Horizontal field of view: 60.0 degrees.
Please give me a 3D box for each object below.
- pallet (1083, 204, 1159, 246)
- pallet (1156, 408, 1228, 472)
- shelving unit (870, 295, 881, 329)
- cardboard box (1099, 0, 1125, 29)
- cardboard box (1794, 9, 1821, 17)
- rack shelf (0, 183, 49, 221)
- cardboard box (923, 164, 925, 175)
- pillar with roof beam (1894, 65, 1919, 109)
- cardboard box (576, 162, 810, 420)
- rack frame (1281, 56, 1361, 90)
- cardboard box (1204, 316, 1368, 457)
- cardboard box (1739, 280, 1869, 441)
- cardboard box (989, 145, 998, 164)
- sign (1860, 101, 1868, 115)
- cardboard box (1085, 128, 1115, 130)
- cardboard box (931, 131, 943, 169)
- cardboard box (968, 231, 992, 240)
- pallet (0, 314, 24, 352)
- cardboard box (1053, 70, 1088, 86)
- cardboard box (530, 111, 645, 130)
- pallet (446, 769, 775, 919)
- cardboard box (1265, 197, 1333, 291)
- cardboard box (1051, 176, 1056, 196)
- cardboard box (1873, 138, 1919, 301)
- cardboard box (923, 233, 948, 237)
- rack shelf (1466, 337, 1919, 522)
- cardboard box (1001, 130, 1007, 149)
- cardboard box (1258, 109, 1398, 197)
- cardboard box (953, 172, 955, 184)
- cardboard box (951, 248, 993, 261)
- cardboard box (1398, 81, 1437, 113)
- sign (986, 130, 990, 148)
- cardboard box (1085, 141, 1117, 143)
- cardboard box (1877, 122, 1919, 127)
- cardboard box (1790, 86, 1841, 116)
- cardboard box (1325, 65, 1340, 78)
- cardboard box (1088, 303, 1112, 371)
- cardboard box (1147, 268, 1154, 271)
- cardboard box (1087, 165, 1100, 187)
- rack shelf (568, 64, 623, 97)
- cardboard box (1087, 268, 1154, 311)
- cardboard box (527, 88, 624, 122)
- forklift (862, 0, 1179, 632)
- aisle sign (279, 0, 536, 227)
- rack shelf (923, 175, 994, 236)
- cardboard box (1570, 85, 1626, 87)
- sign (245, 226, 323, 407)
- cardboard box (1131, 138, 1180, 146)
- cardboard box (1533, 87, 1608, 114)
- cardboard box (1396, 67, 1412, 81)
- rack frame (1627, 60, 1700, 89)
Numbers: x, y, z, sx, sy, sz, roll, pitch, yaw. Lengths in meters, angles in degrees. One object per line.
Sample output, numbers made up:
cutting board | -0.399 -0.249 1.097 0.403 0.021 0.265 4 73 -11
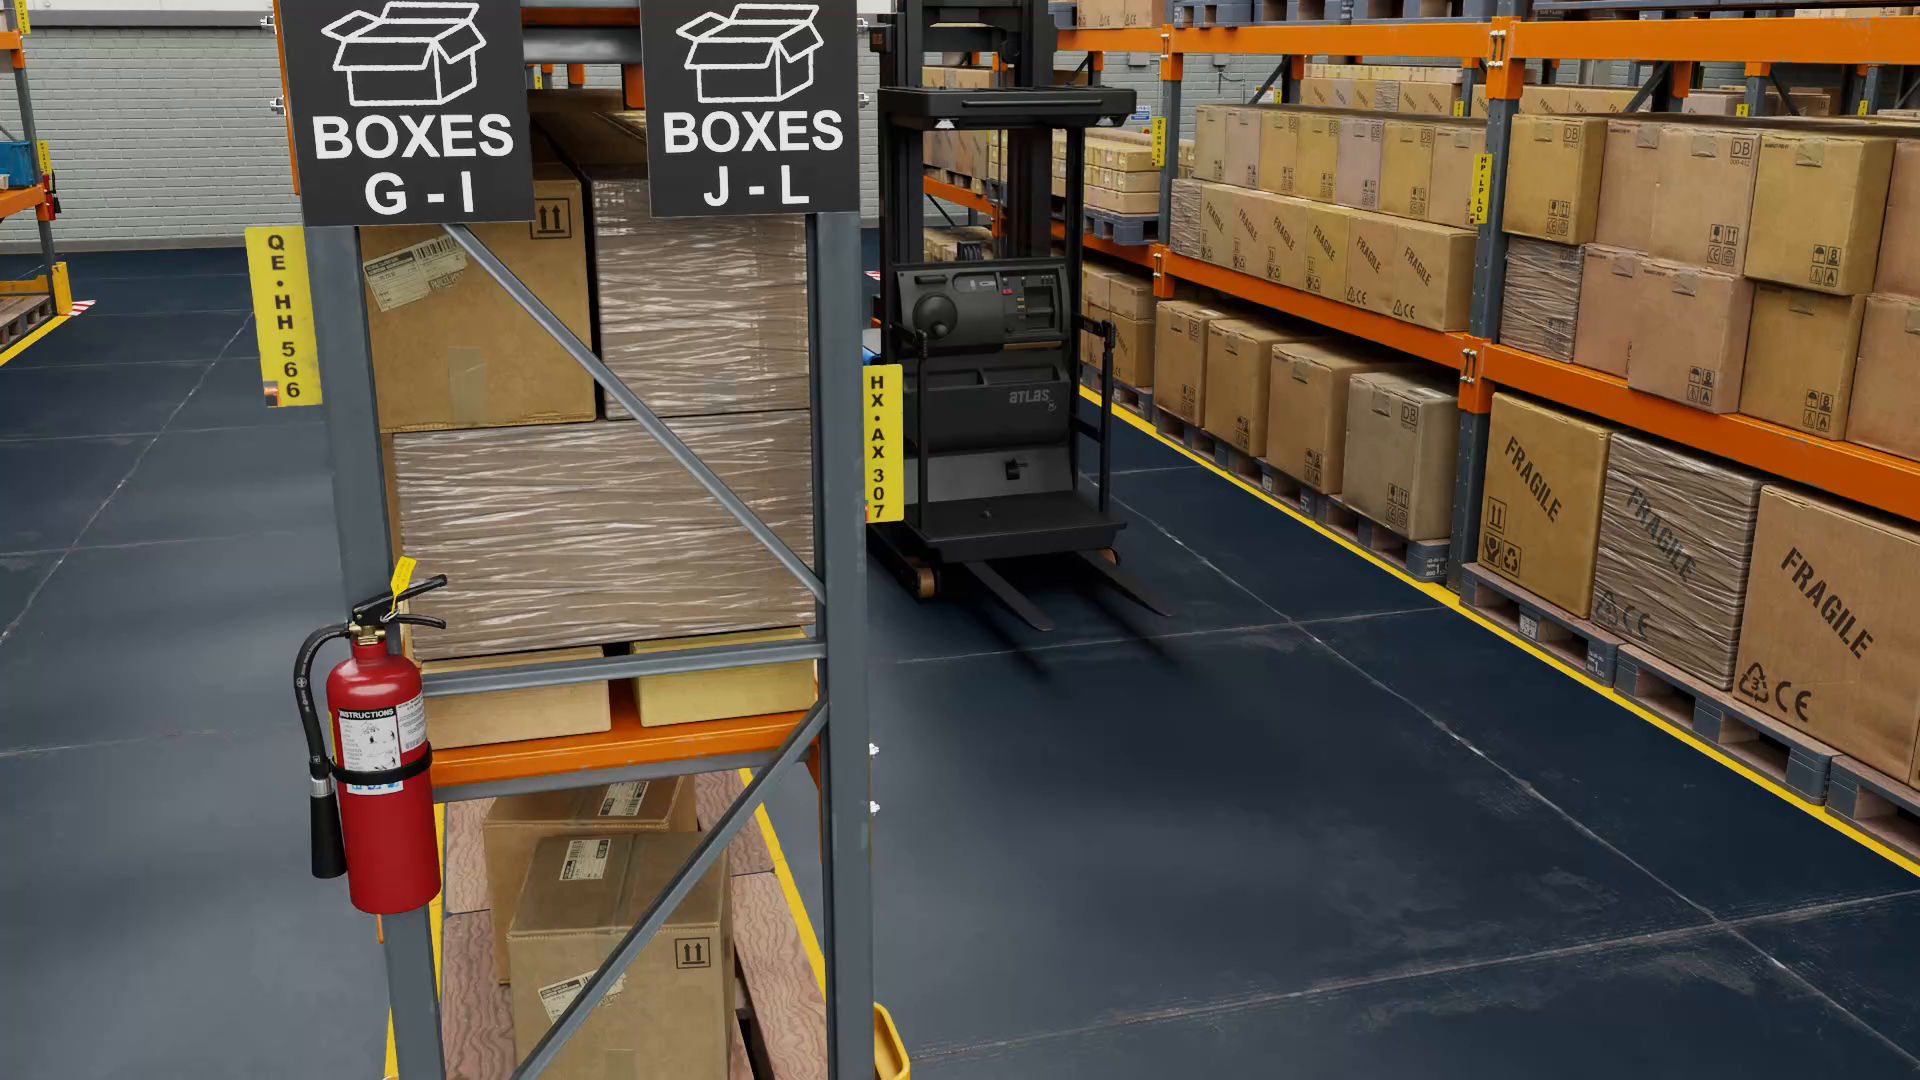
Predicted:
pallet | 1.613 -2.410 12.594 1.213 0.211 1.003 -5 17 -15
pallet | 2.056 -0.754 11.594 1.003 0.211 1.213 -5 17 -15
shelving unit | -0.364 -0.890 10.330 0.258 1.200 0.503 -5 18 -18
cardboard box | 1.360 -4.073 12.409 0.500 0.500 0.500 -5 17 -15
cardboard box | 6.566 -3.948 12.604 0.380 0.149 0.250 -5 17 -15
rack shelf | -9.296 -2.872 15.051 1.077 0.370 4.000 -5 17 -15
cardboard box | -0.381 -4.144 18.472 0.380 0.149 0.250 -5 17 -17
pillar with roof beam | 6.852 -7.029 17.210 9.100 9.000 0.400 -5 17 -15
cardboard box | -0.576 -0.579 3.737 0.500 0.500 0.500 -5 17 -15
rack frame | 4.445 -4.945 20.701 1.000 3.000 0.127 -5 17 -15
cardboard box | 2.236 -1.020 10.813 1.050 0.750 0.750 -4 17 -14
cardboard box | 3.574 -0.730 6.407 0.875 0.550 0.500 -5 17 -15
cardboard box | 0.478 -3.498 15.071 0.380 0.149 0.250 -4 17 -14
sign | 9.796 -4.602 18.053 0.100 0.325 0.005 -5 17 -15
cardboard box | 1.185 -3.615 14.947 0.380 0.149 0.250 -5 17 -17
cardboard box | 0.011 -4.147 17.354 0.500 0.500 0.500 -5 17 -17
cardboard box | 0.309 -3.385 18.697 0.380 0.149 0.250 -5 17 -16
pallet | -9.325 -1.867 15.300 1.003 0.211 1.213 -5 17 -15
cardboard box | 0.923 -4.233 15.901 0.500 0.500 0.500 -4 17 -14
cardboard box | -1.398 -1.409 6.500 0.500 0.500 0.500 -5 17 -15
pallet | -1.228 1.014 5.709 1.003 0.211 1.213 -5 17 -15
cardboard box | 2.191 -1.798 10.048 0.500 0.500 0.500 -5 17 -16
cardboard box | 0.909 -2.924 13.680 0.380 0.149 0.250 -6 18 -18
cardboard box | 3.782 -1.105 5.780 0.875 0.550 0.550 -5 17 -15
cardboard box | -0.332 -3.328 18.510 0.380 0.149 0.250 -5 17 -15
rack shelf | 3.561 -0.309 6.517 1.077 0.370 4.000 -5 17 -15
cardboard box | 0.561 -3.563 14.773 0.380 0.149 0.250 -4 17 -14
cardboard box | 2.309 -2.433 10.427 0.700 0.500 0.500 -5 17 -16
cardboard box | 0.148 -3.722 17.065 0.380 0.149 0.250 -5 17 -16
cardboard box | 0.121 -2.899 17.082 0.380 0.149 0.250 -6 18 -18
cardboard box | 5.017 -4.615 17.691 0.500 0.500 0.500 -5 17 -16
sign | 0.293 -3.789 15.348 0.100 0.325 0.005 -5 17 -15
cardboard box | 1.060 -3.061 13.101 0.380 0.149 0.250 -5 17 -15
cardboard box | 6.847 -2.691 11.776 0.500 0.500 0.500 -4 17 -14
cardboard box | 10.162 -5.095 19.640 0.500 0.500 0.500 -5 17 -17
cardboard box | 4.467 -5.443 19.320 0.380 0.149 0.250 -5 18 -17
cardboard box | 1.340 -1.622 13.254 0.500 0.500 0.500 -4 17 -13
cardboard box | 1.816 -2.026 13.296 0.500 0.250 0.500 -5 17 -16
cardboard box | 1.188 -2.783 12.694 0.380 0.149 0.250 -4 17 -14
rack shelf | -2.335 -2.488 8.557 1.077 0.370 4.000 -5 17 -15
cardboard box | 1.322 -1.984 13.153 0.500 0.250 0.500 -4 17 -14
cardboard box | -1.870 -1.562 7.665 1.000 1.000 1.000 -5 17 -15
forklift | 0.198 -1.233 8.463 1.130 2.935 3.031 -5 18 -18
aisle sign | -0.958 -0.940 2.849 0.394 0.787 0.004 -5 17 -15
rack shelf | 0.263 -3.628 17.567 1.077 0.370 4.000 -5 17 -15
cardboard box | 6.058 -4.119 16.040 0.500 0.500 0.500 -4 17 -14
sign | -1.226 -0.404 3.020 0.100 0.325 0.005 -5 17 -15
cardboard box | 1.608 -3.185 13.515 0.380 0.149 0.250 -4 17 -14
cardboard box | 5.690 -3.944 15.455 0.500 0.500 0.500 -5 17 -17
cardboard box | 4.936 -5.023 17.919 0.380 0.149 0.250 -5 17 -16
rack frame | 9.216 -5.339 22.011 1.000 3.000 0.127 -5 17 -15
